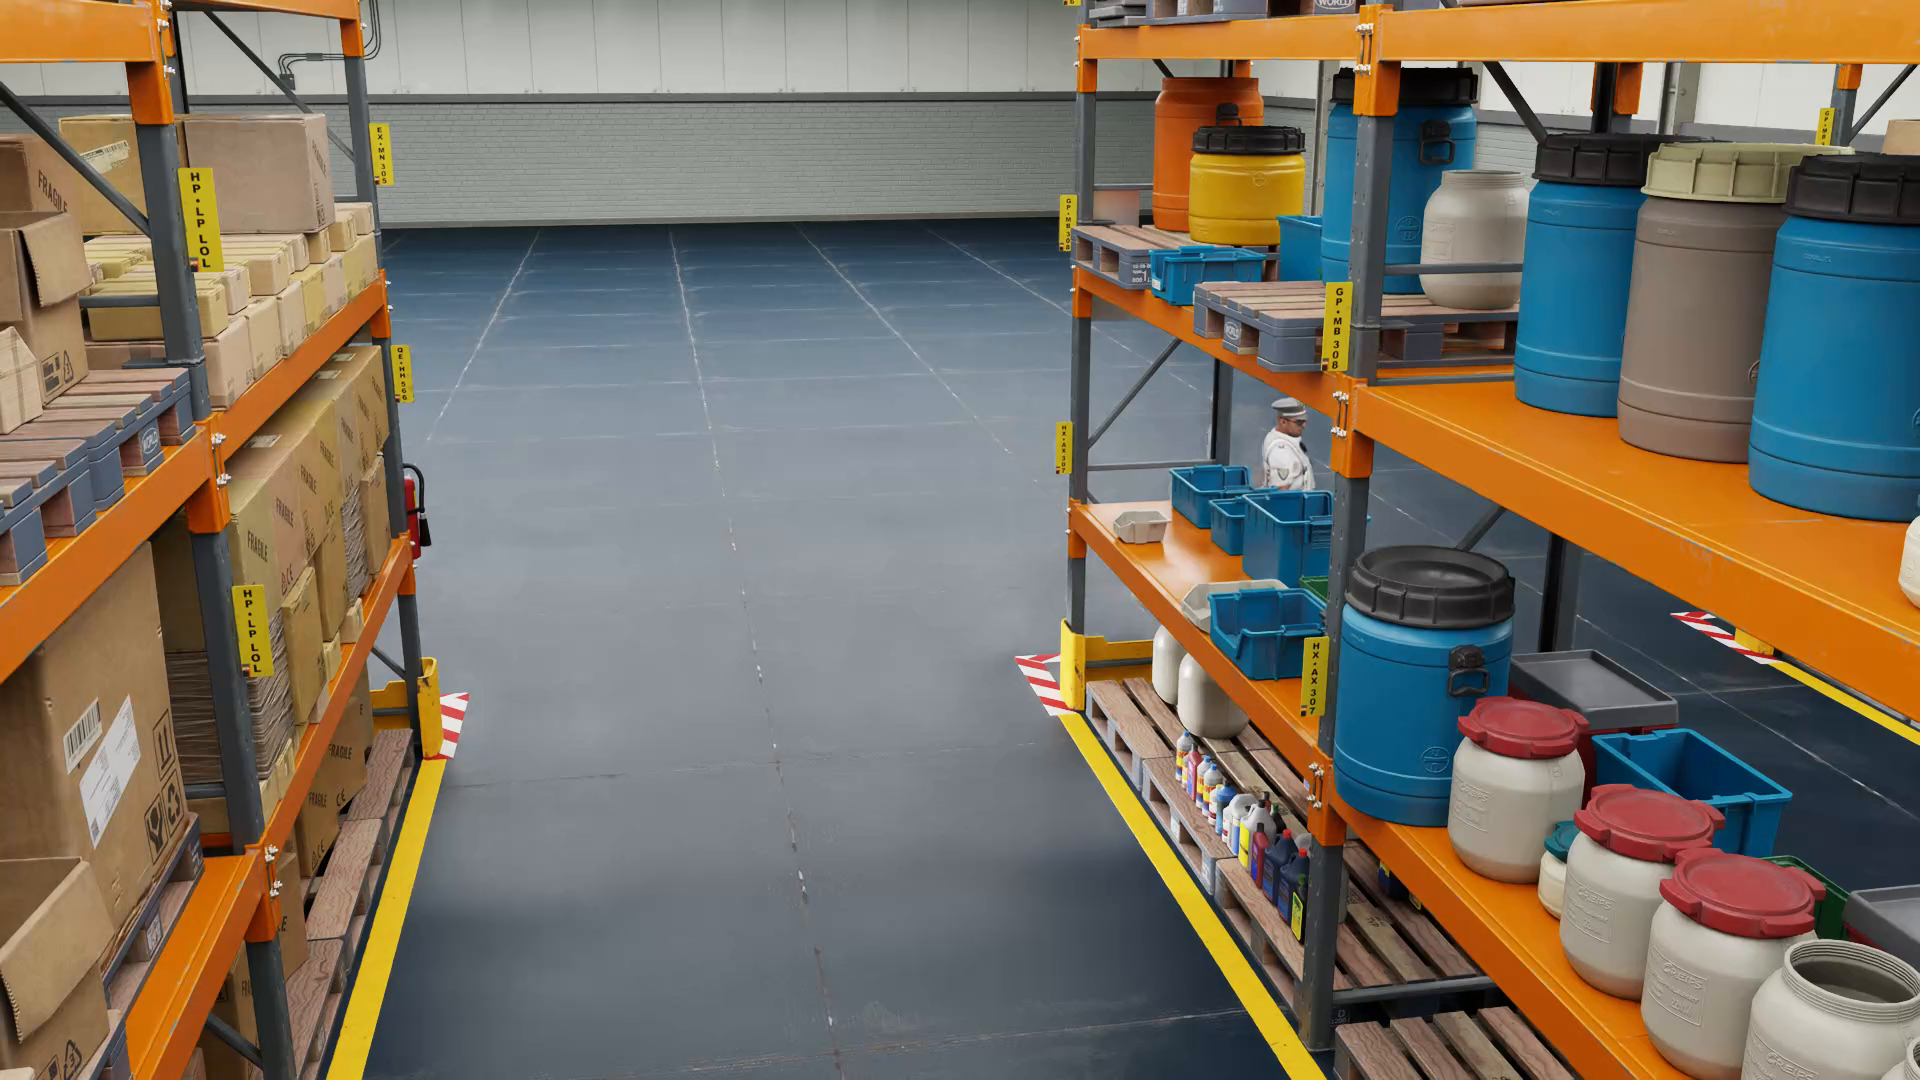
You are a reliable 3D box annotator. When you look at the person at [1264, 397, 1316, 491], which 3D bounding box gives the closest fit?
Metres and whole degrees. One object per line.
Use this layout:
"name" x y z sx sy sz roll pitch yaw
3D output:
"person" 2.325 -0.166 11.621 0.903 1.699 0.601 3 17 12
